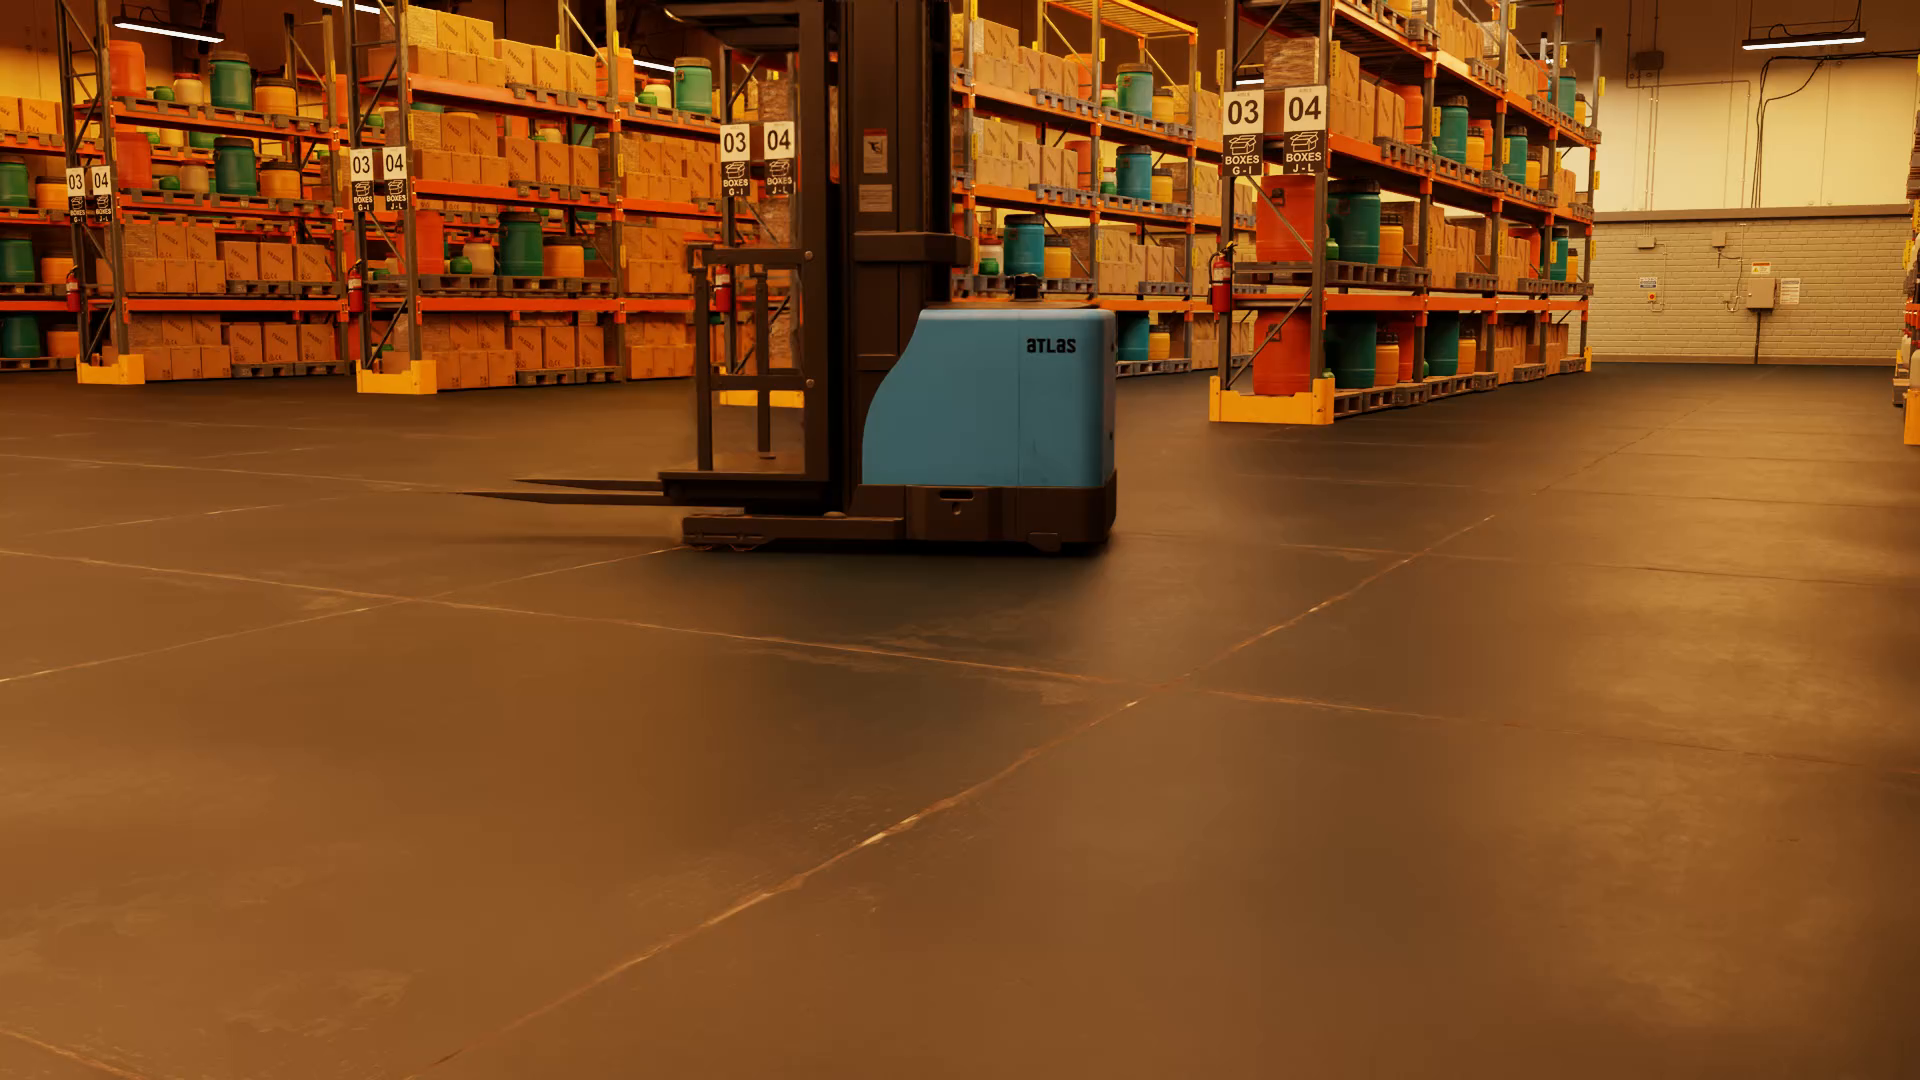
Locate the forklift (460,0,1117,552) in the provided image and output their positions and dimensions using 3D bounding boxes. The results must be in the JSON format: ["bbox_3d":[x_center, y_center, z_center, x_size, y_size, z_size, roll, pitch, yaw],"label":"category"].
[{"bbox_3d":[-0.801,-1.467,7.724,3.031,2.935,1.130,1,8,9],"label":"forklift"}]
